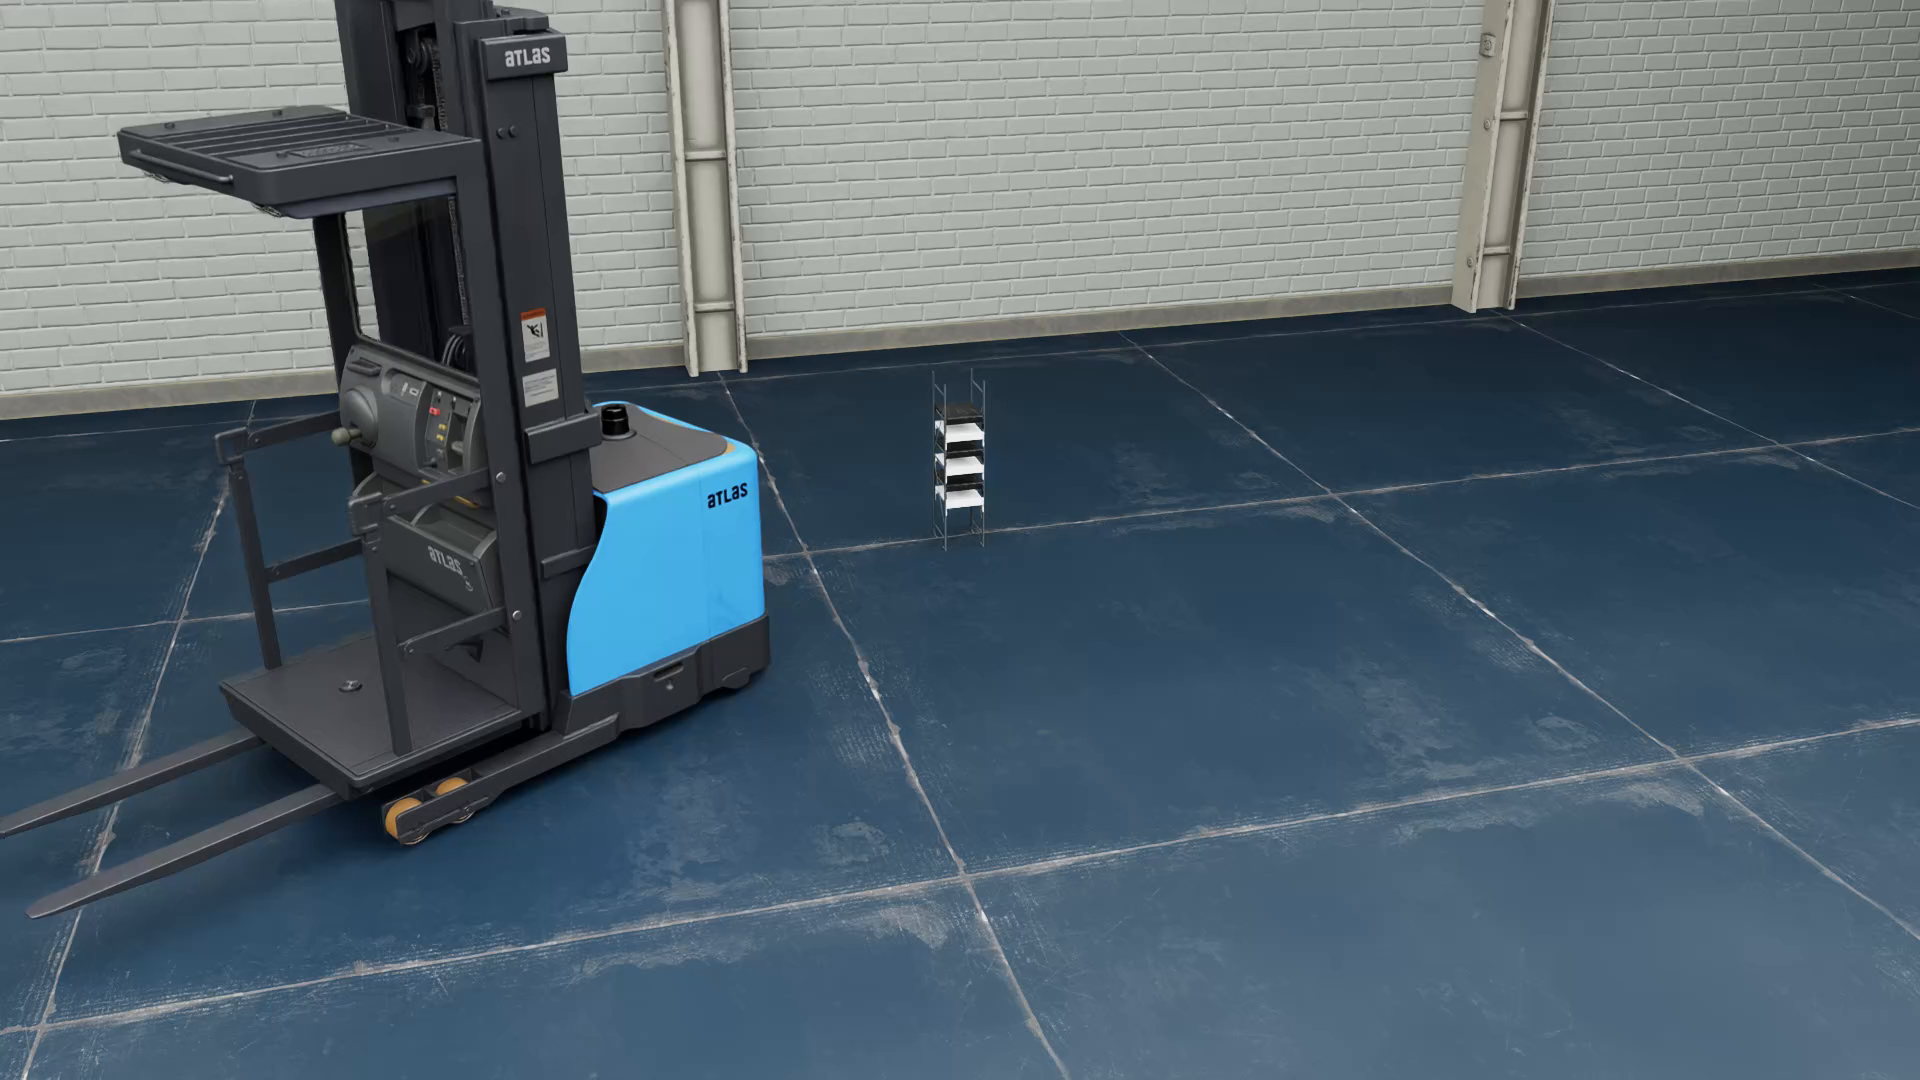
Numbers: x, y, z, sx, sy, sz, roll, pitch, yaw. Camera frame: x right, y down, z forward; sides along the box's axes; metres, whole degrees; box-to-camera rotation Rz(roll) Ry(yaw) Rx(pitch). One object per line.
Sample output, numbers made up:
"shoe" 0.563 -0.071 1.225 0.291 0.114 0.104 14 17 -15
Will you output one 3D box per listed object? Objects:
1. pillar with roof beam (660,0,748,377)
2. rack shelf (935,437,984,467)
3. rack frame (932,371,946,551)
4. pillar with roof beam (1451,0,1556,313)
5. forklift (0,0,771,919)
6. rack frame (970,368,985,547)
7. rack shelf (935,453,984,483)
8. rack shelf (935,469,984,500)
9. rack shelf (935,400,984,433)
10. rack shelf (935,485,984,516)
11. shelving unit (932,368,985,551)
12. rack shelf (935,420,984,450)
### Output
"pillar with roof beam" -0.528 -3.696 5.951 0.400 9.000 9.100 -6 24 -14
"rack shelf" -0.008 -0.465 8.548 0.200 0.077 0.258 -6 24 -14
"rack frame" -0.106 -0.402 8.545 0.006 0.900 0.240 -6 24 -14
"pillar with roof beam" 5.249 -4.335 7.441 0.400 9.000 9.100 -6 24 -14
"forklift" -2.203 -0.452 6.086 1.130 2.935 3.031 20 30 39
"rack frame" 0.090 -0.424 8.596 0.006 0.900 0.240 -6 24 -14
"rack shelf" -0.008 -0.382 8.584 0.200 0.077 0.258 -6 24 -14
"rack shelf" -0.008 -0.299 8.619 0.200 0.077 0.258 -6 24 -14
"rack shelf" -0.008 -0.630 8.477 0.200 0.077 0.258 -6 24 -14
"rack shelf" -0.008 -0.217 8.655 0.200 0.077 0.258 -6 24 -14
"shelving unit" -0.008 -0.413 8.571 0.210 0.900 0.258 -6 24 -14
"rack shelf" -0.008 -0.547 8.513 0.200 0.077 0.258 -6 24 -14
